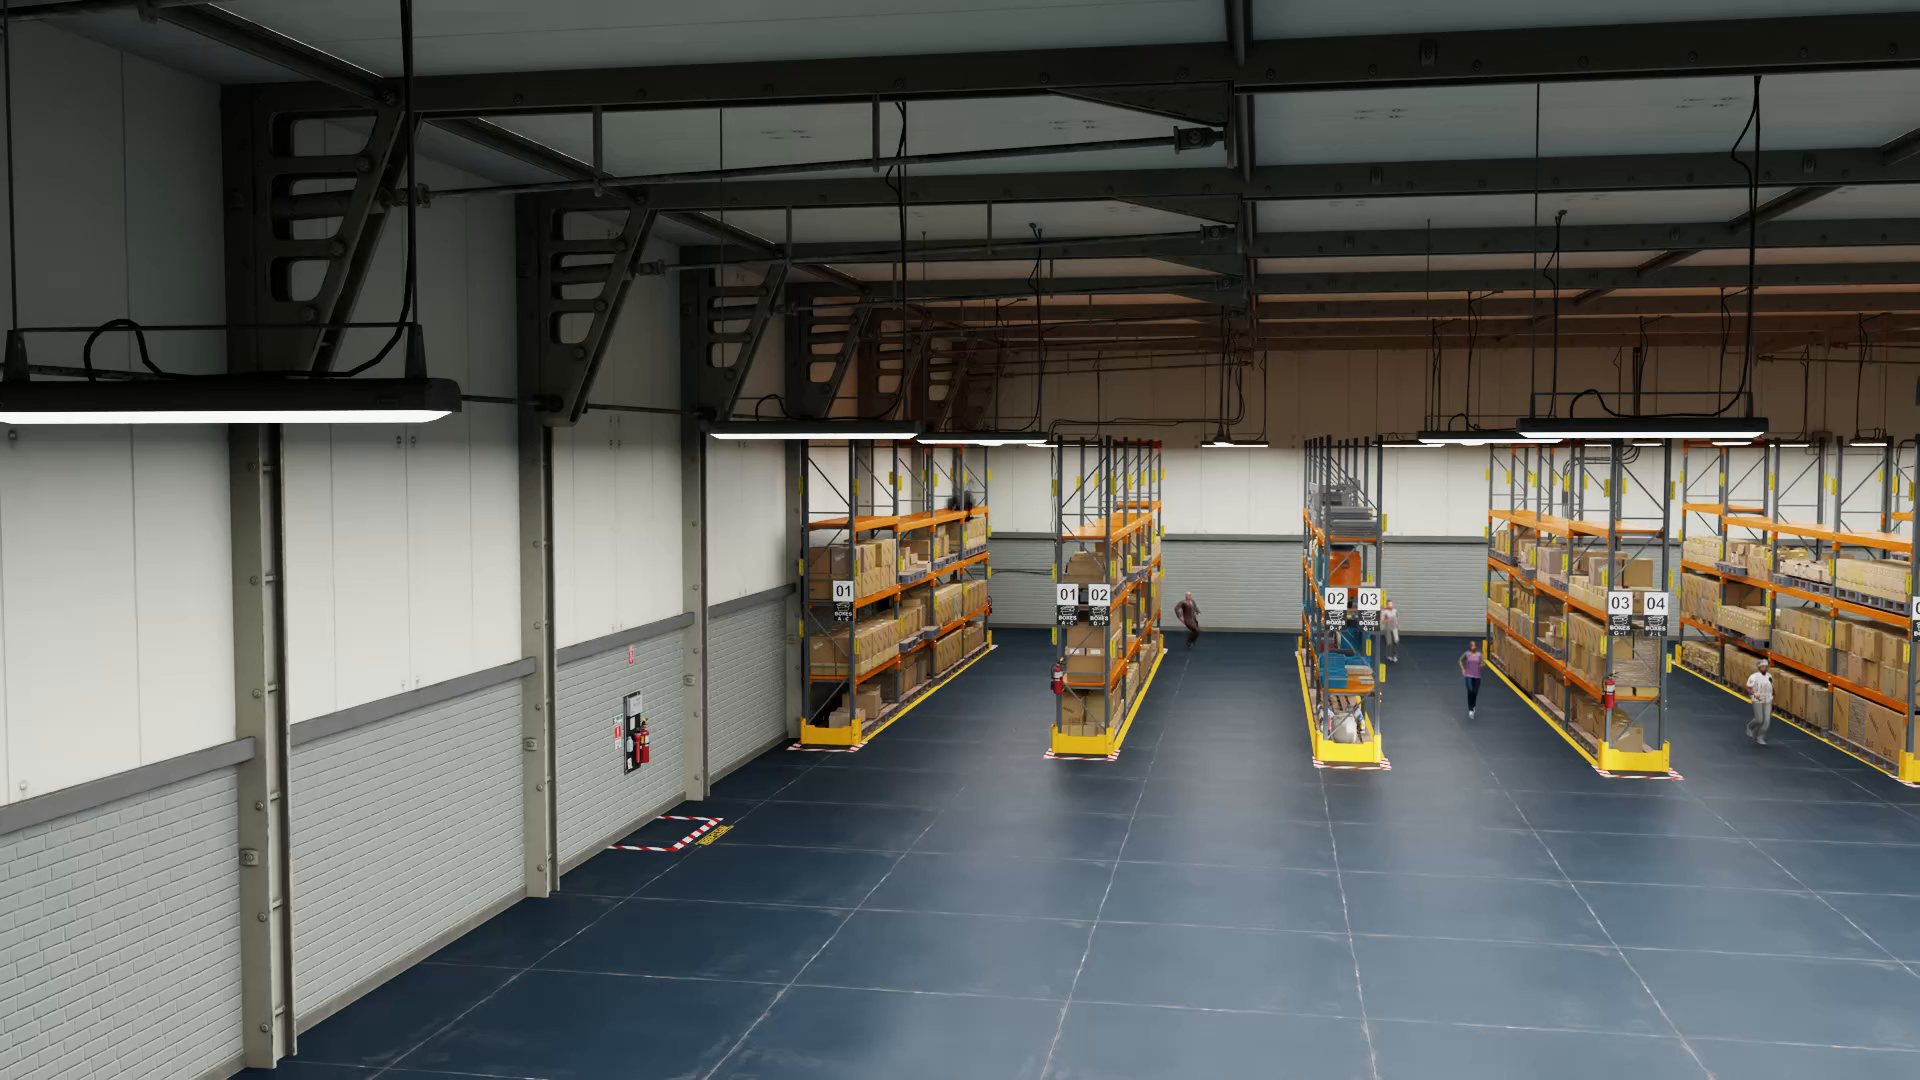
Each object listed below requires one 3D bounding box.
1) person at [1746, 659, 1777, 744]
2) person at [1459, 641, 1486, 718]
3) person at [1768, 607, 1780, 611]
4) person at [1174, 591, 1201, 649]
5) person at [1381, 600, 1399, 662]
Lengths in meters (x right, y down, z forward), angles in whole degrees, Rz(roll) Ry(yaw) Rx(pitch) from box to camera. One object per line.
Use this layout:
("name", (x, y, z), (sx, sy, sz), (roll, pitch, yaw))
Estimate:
("person", (15.625, 3.139, 32.433), (0.564, 1.655, 0.548), (0, 3, -3))
("person", (11.029, 2.982, 35.787), (0.522, 1.636, 0.690), (0, 3, 6))
("person", (21.261, 2.442, 43.600), (0.717, 1.758, 1.077), (0, 3, 4))
("person", (6.574, 2.312, 47.702), (0.653, 1.697, 0.811), (3, 4, 42))
("person", (11.672, 2.454, 45.043), (0.555, 1.668, 0.688), (0, 3, -1))
